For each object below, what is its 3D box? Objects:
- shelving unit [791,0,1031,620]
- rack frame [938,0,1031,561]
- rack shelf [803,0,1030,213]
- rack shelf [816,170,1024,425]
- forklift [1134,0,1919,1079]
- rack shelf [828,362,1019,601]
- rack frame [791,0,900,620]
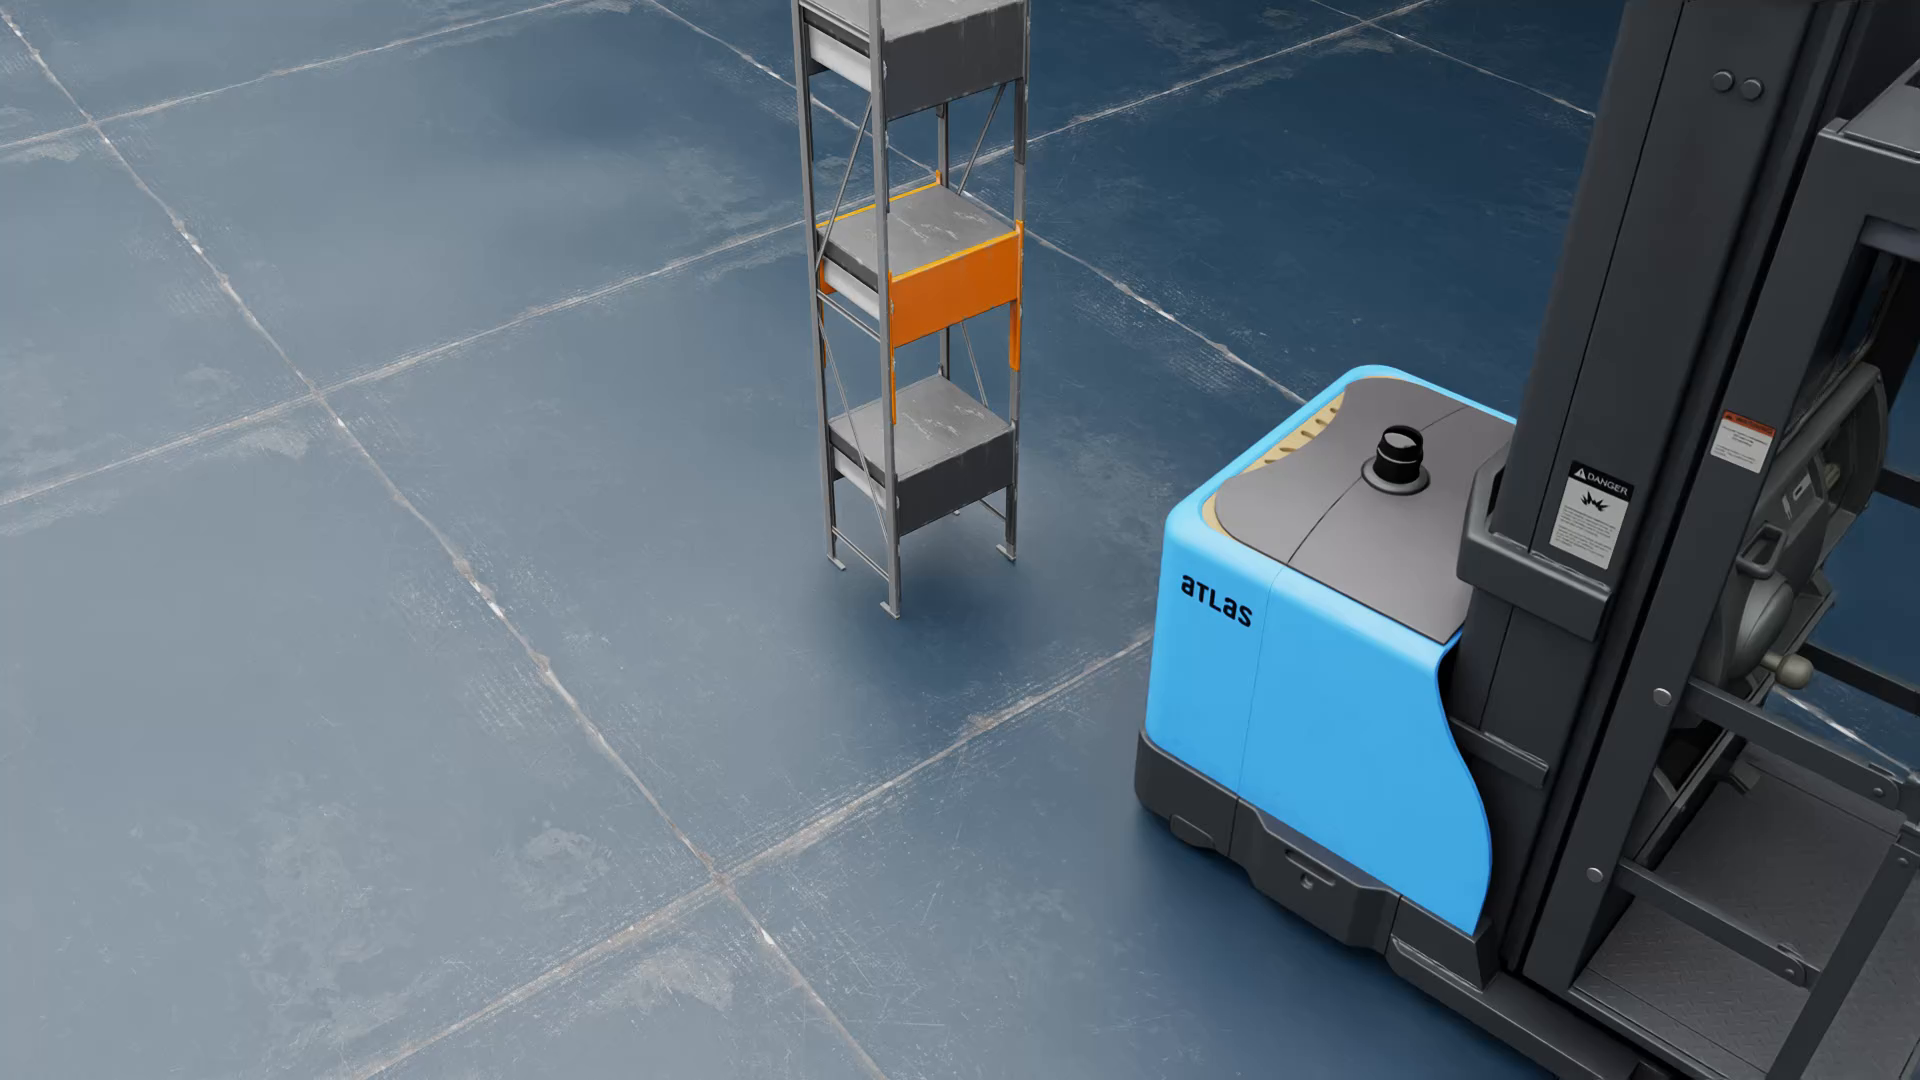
[{"bbox_3d":[-0.131,-0.748,5.006,0.503,2.100,0.431,-26,46,-28],"label":"shelving unit"},{"bbox_3d":[0.062,-0.842,5.121,0.015,2.100,0.400,-26,46,-28],"label":"rack frame"},{"bbox_3d":[-0.131,-1.278,4.571,0.480,0.518,0.431,-26,46,-28],"label":"rack shelf"},{"bbox_3d":[-0.131,-0.737,5.015,0.480,0.518,0.431,-26,46,-28],"label":"rack shelf"},{"bbox_3d":[1.934,0.029,3.404,3.031,2.935,1.130,30,48,31],"label":"forklift"},{"bbox_3d":[-0.131,-0.196,5.459,0.480,0.518,0.431,-26,46,-28],"label":"rack shelf"},{"bbox_3d":[-0.325,-0.654,4.891,0.015,2.100,0.400,-26,46,-28],"label":"rack frame"}]
